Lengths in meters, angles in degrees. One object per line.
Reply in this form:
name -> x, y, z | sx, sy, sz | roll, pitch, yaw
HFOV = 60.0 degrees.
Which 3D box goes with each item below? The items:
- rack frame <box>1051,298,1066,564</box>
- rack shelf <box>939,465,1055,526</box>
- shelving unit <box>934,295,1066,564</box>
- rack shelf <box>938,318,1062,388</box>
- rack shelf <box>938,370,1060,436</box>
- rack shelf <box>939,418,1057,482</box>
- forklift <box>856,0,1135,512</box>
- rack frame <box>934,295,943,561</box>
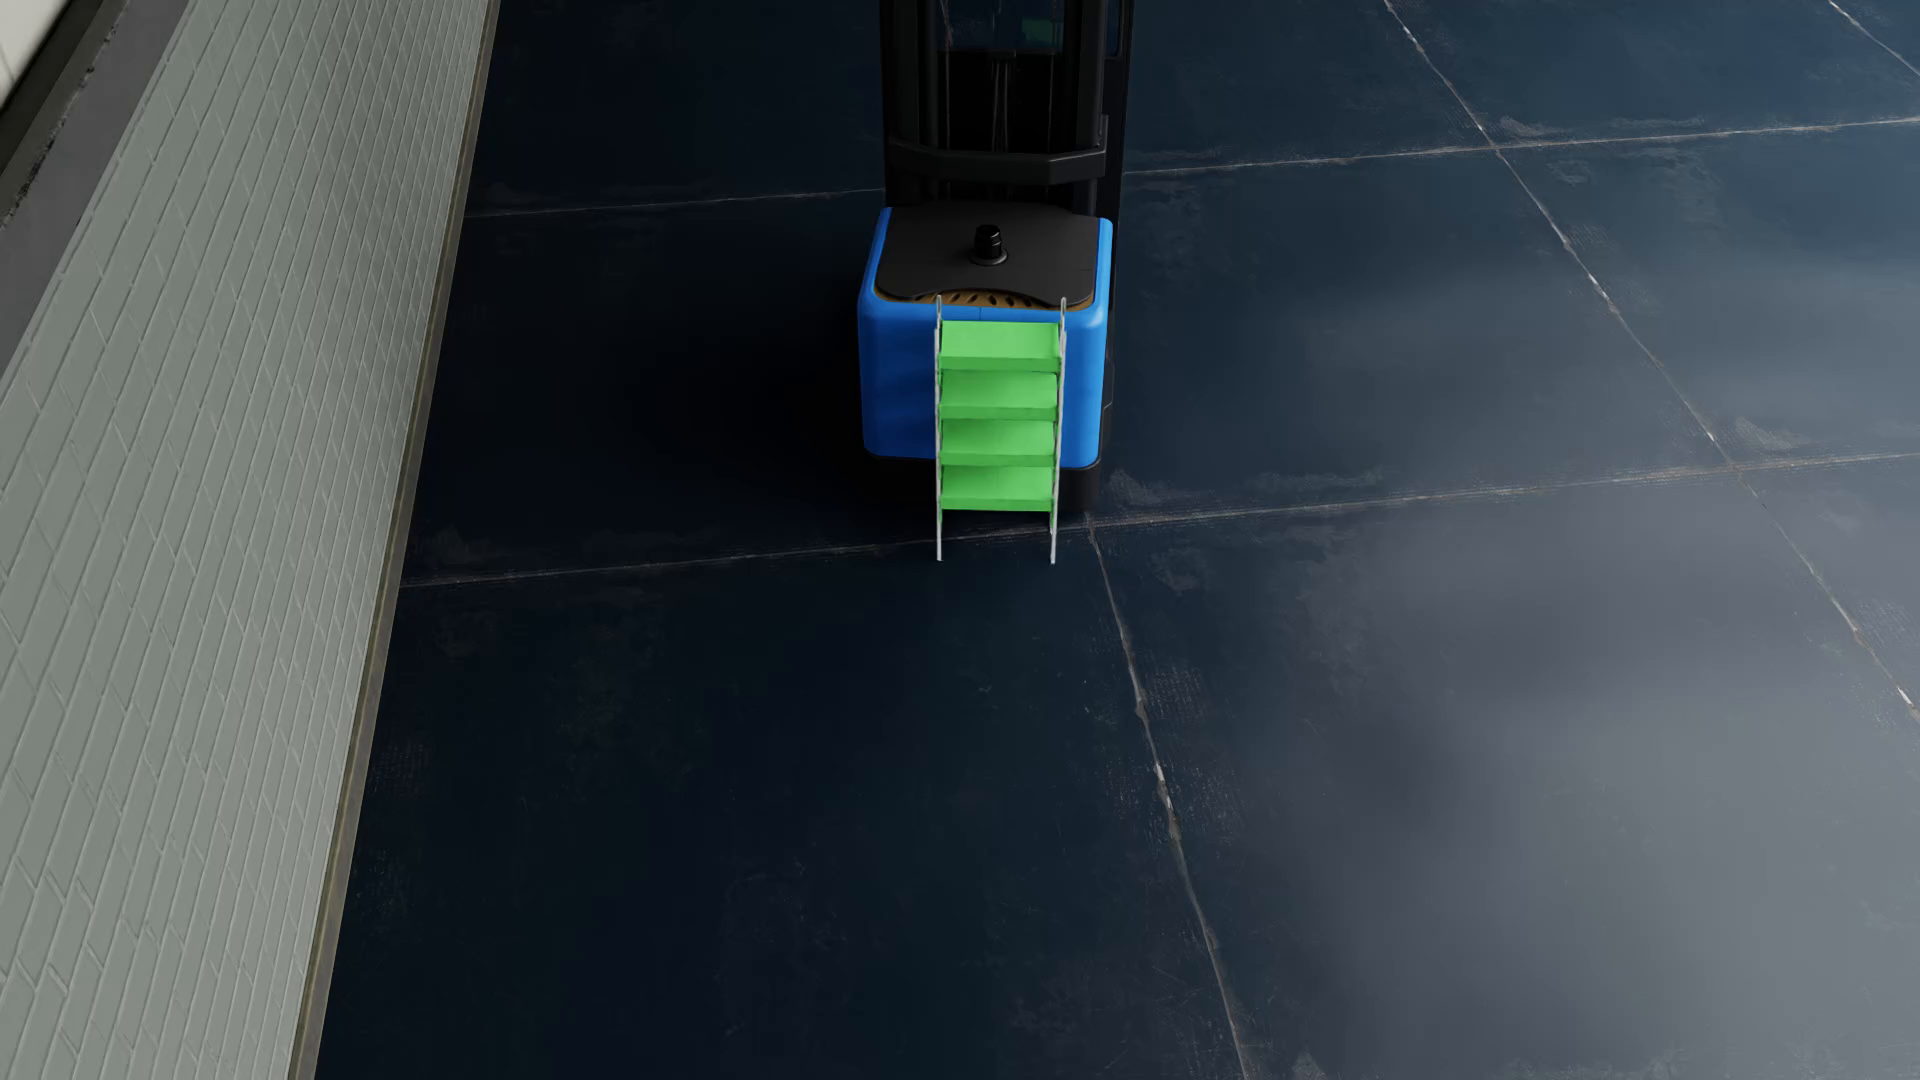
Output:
rack frame -> 0.402, -0.423, 6.824 | 0.015, 1.200, 0.240 | 1, 42, 1
rack shelf -> 0.158, -0.203, 7.033 | 0.480, 0.148, 0.258 | 1, 42, 1
shelving unit -> 0.158, -0.429, 6.830 | 0.503, 1.200, 0.258 | 1, 42, 1
rack shelf -> 0.158, -0.738, 6.551 | 0.480, 0.148, 0.258 | 1, 42, 1
rack shelf -> 0.158, -0.560, 6.712 | 0.480, 0.148, 0.258 | 1, 42, 1
rack shelf -> 0.158, -0.382, 6.873 | 0.480, 0.148, 0.258 | 1, 42, 1
forklift -> 0.223, -2.193, 7.493 | 1.130, 2.935, 3.031 | 4, 42, 4
rack frame -> -0.086, -0.435, 6.836 | 0.015, 1.200, 0.240 | 1, 42, 1
